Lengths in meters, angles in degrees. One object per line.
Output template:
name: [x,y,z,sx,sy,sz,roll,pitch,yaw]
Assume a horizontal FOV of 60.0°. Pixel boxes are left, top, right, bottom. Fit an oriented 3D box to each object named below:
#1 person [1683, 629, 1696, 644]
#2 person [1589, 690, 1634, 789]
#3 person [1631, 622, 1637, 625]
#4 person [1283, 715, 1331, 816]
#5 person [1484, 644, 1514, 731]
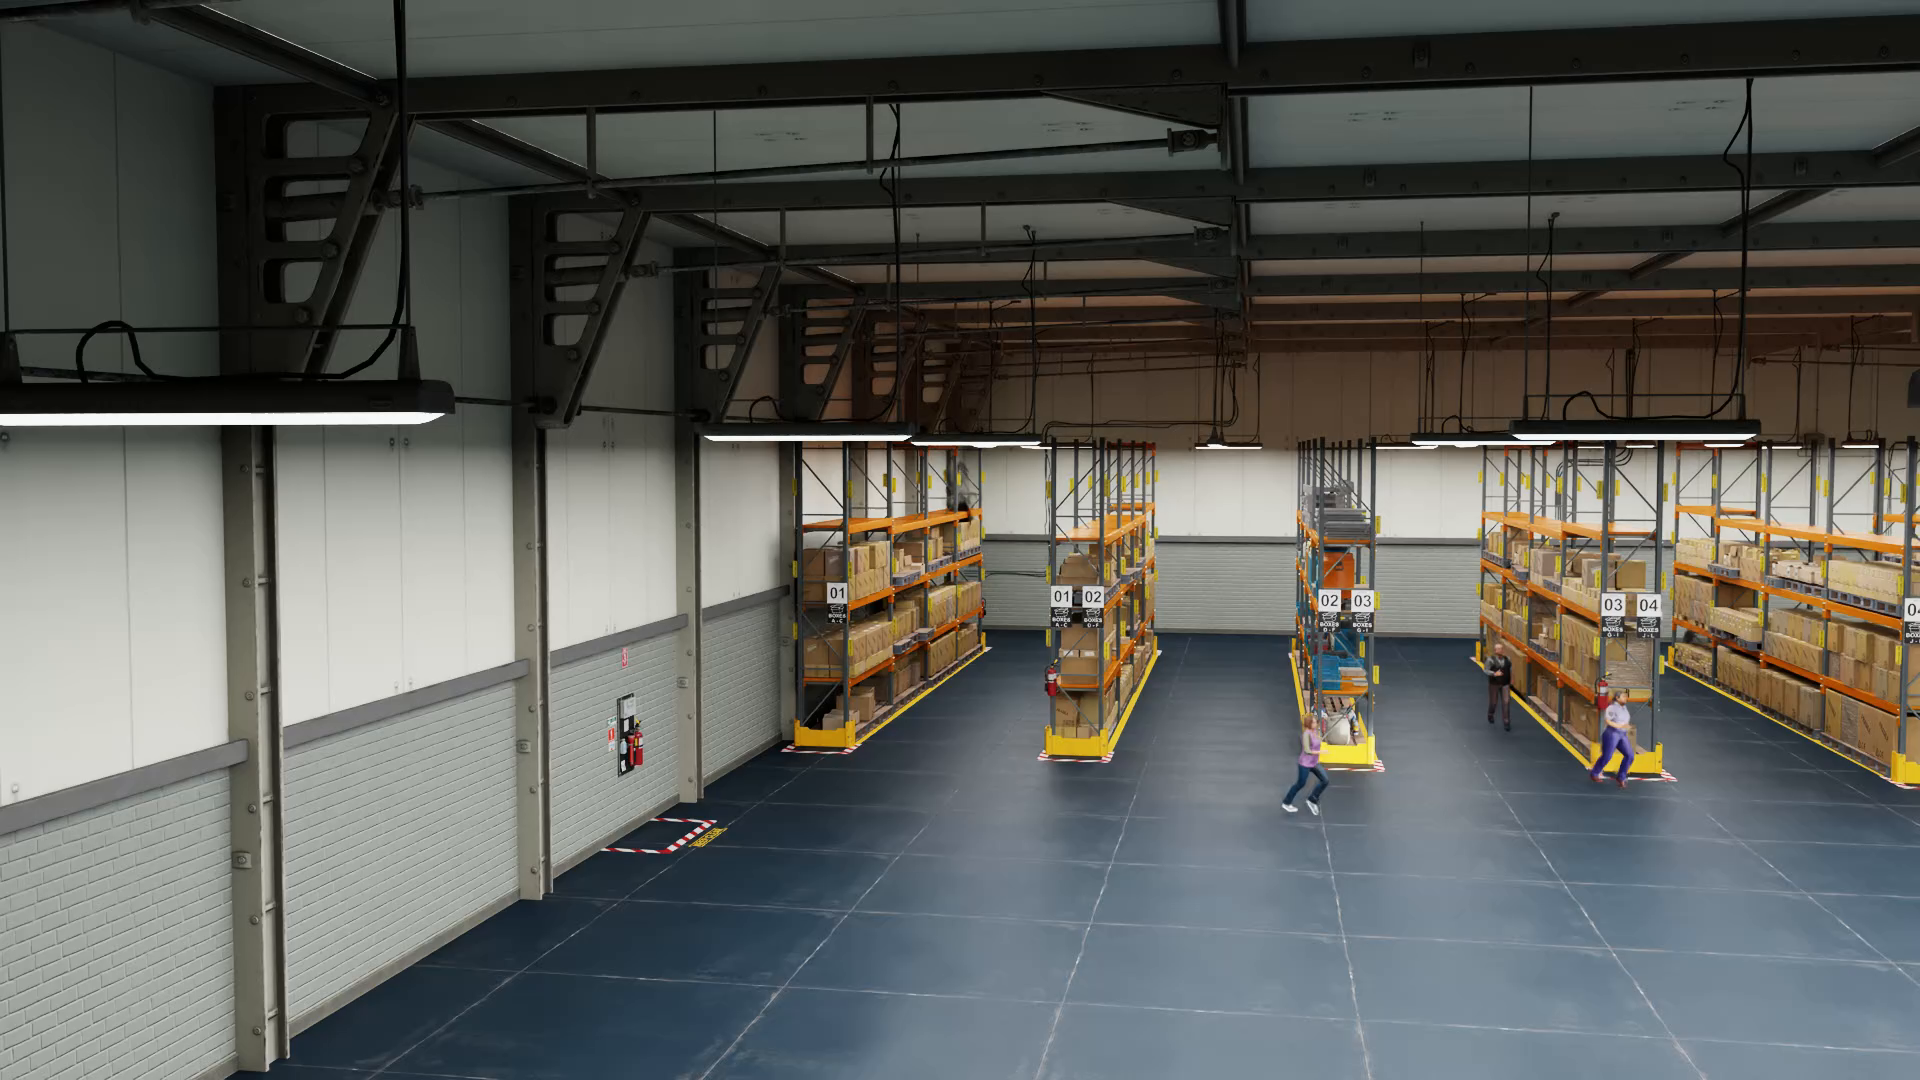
person: [20.096,2.504,45.867,0.759,1.599,0.706,2,4,36]
person: [11.215,3.424,28.479,0.633,1.695,0.718,-2,4,-32]
person: [18.432,2.502,45.332,0.728,1.717,0.633,-1,3,-19]
person: [5.488,3.638,26.132,0.808,1.370,0.548,3,4,42]
person: [11.145,3.015,34.377,0.651,1.726,0.963,0,3,2]
